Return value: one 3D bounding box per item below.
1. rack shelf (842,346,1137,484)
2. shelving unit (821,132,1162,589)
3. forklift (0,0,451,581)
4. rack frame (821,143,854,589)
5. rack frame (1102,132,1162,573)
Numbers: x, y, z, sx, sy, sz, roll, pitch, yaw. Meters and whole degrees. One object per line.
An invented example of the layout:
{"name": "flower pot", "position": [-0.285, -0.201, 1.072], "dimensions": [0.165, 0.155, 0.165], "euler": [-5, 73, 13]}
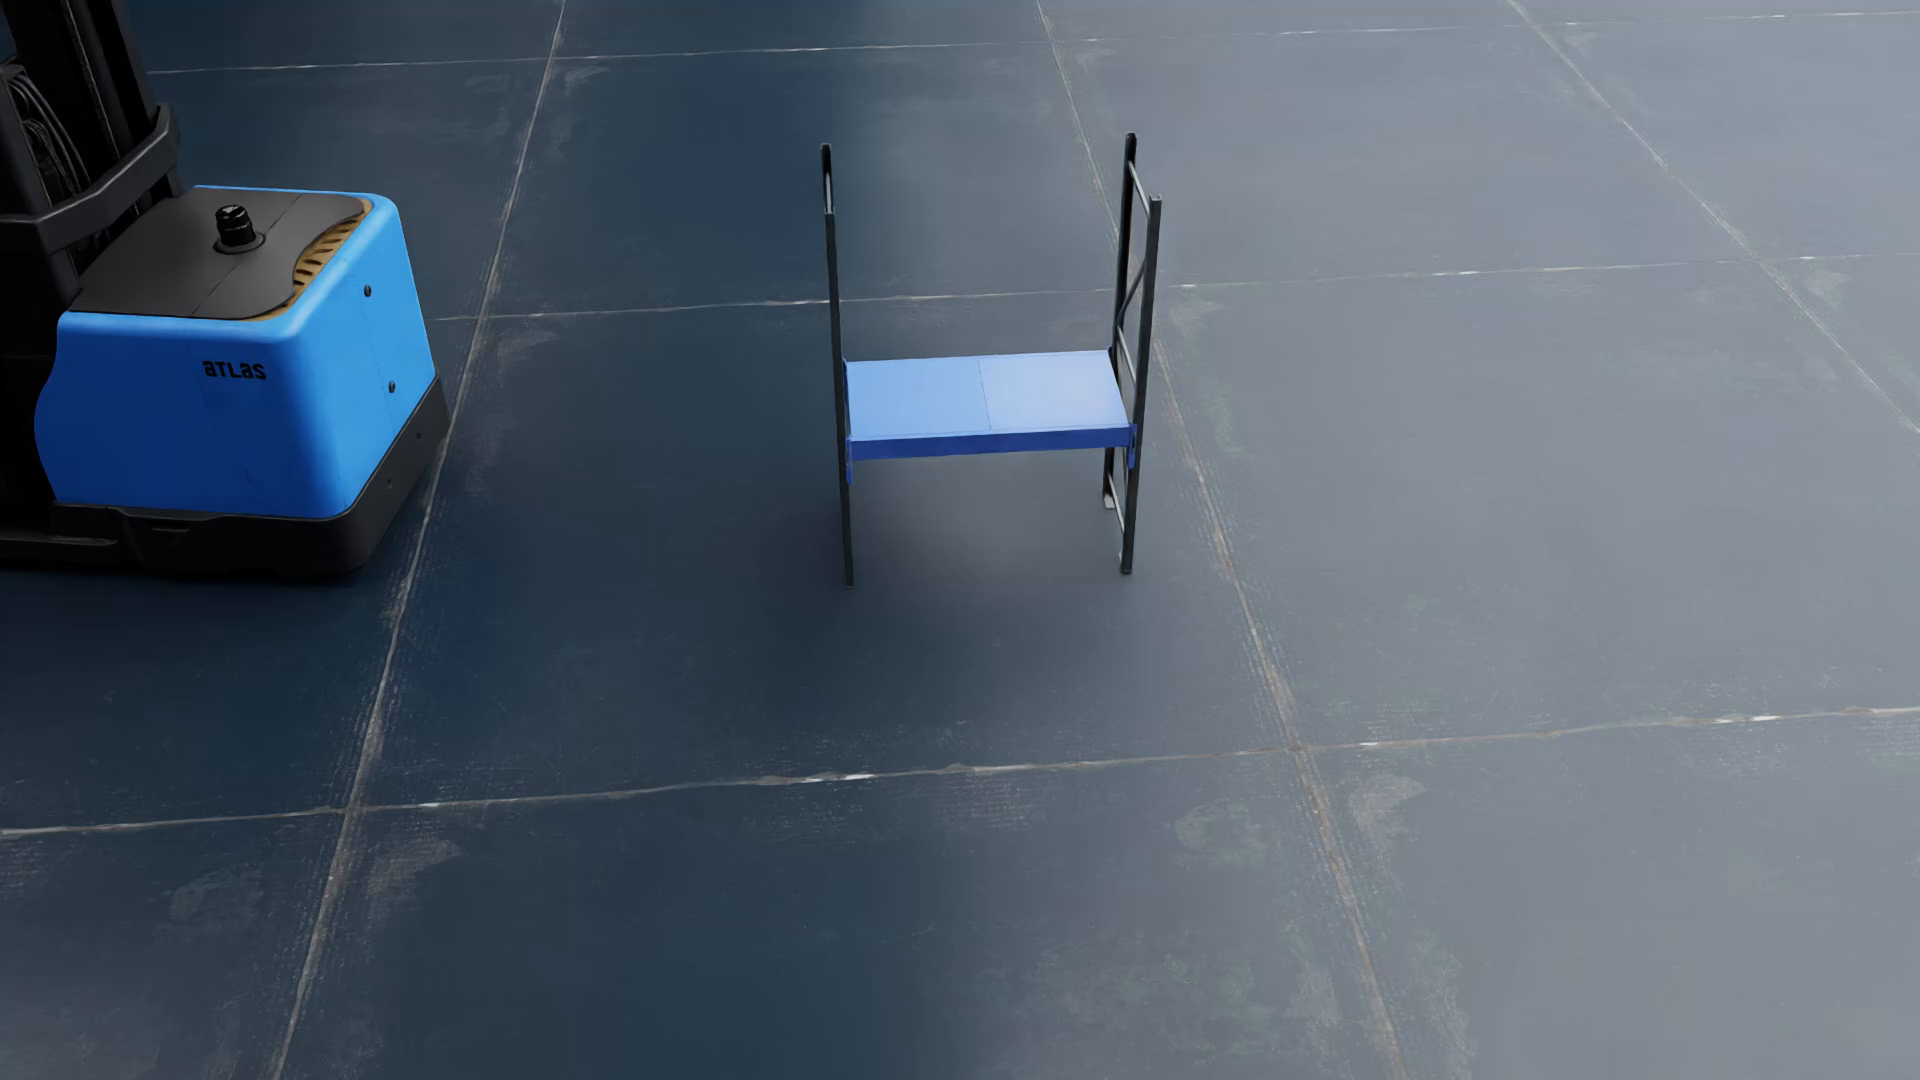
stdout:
{"name": "rack shelf", "position": [0.085, -0.452, 5.903], "dimensions": [1.000, 0.185, 0.538], "euler": [-3, 38, -4]}
{"name": "shelving unit", "position": [0.085, -0.593, 5.791], "dimensions": [1.048, 1.500, 0.538], "euler": [-3, 38, -4]}
{"name": "forklift", "position": [-3.610, -1.387, 5.642], "dimensions": [3.031, 2.935, 1.130], "euler": [4, 38, 5]}
{"name": "rack frame", "position": [-0.421, -0.566, 5.756], "dimensions": [0.032, 1.500, 0.500], "euler": [-3, 38, -4]}
{"name": "rack frame", "position": [0.591, -0.621, 5.827], "dimensions": [0.032, 1.500, 0.500], "euler": [-3, 38, -4]}
